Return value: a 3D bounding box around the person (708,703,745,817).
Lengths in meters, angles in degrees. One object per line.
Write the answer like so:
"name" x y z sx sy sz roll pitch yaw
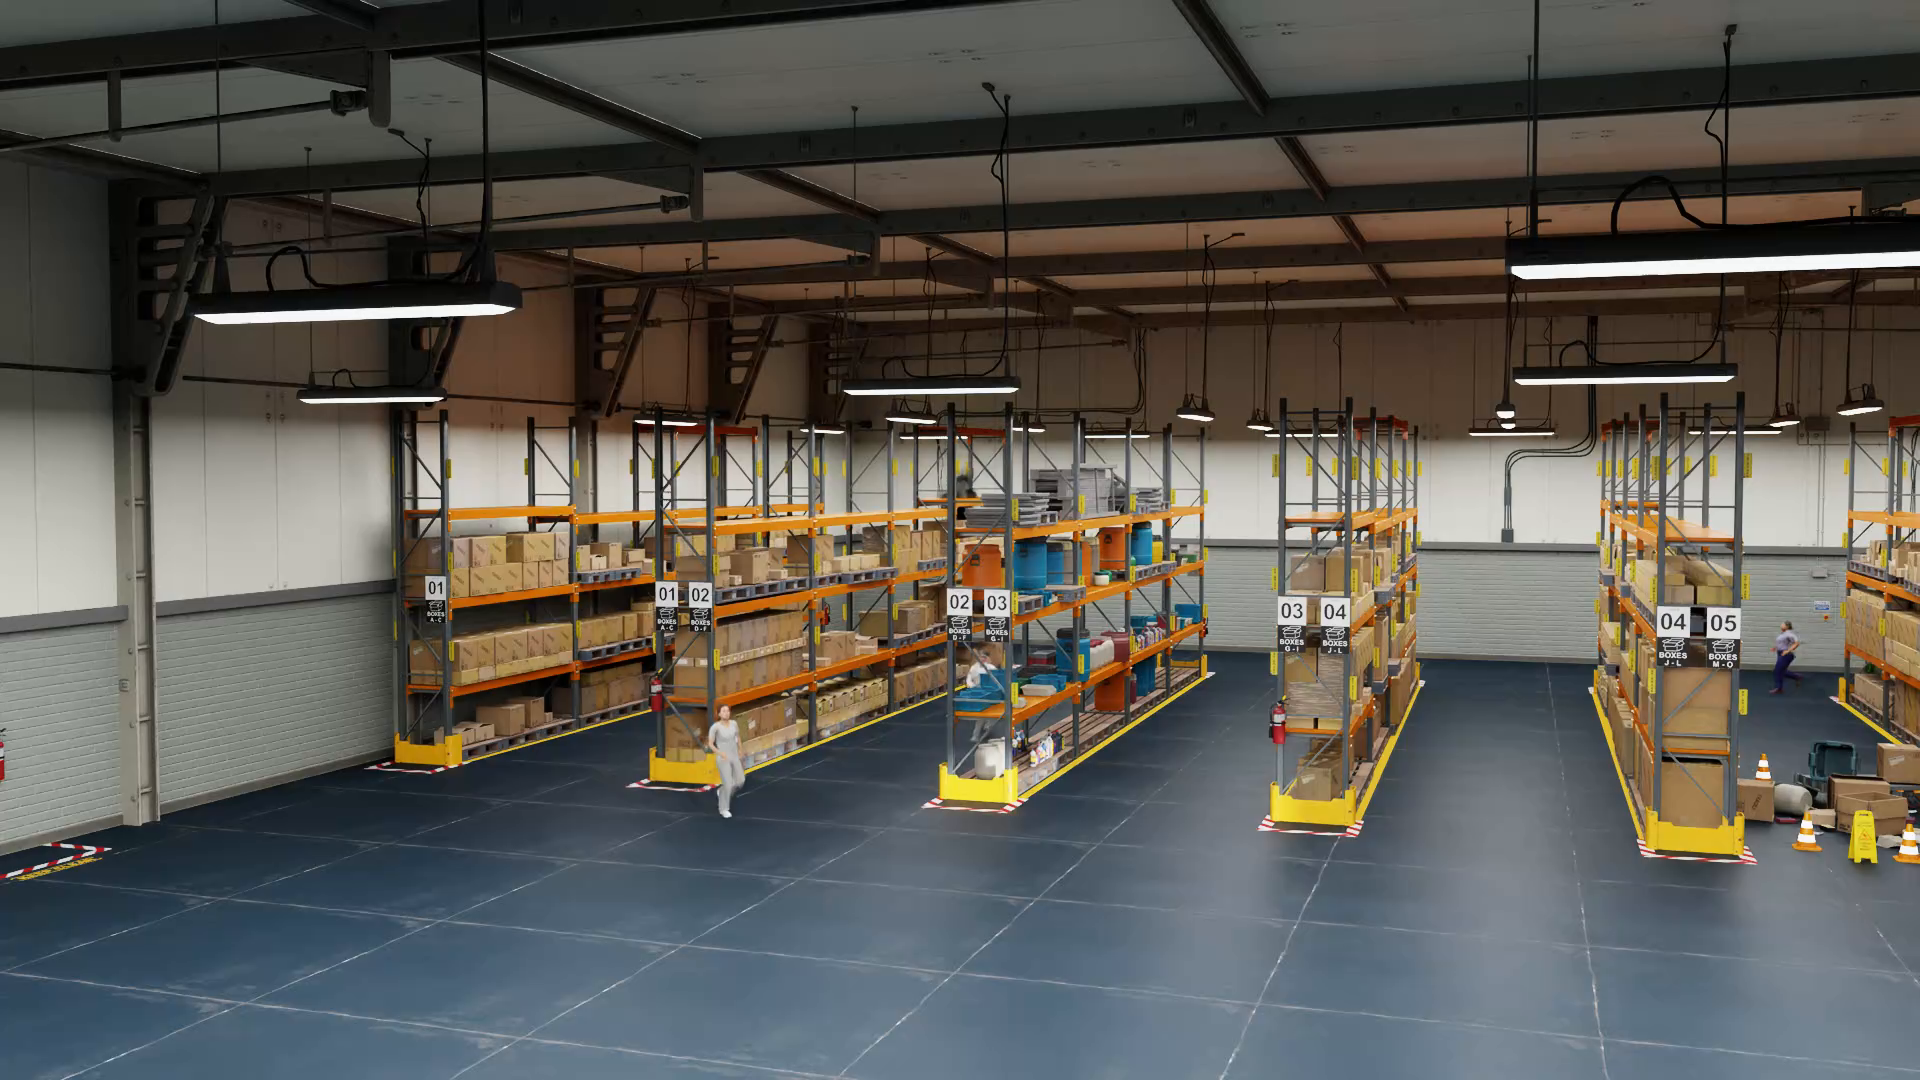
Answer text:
"person" -3.336 3.166 23.916 0.573 1.632 0.476 -2 3 -39

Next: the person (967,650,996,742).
"person" 0.429 2.859 30.784 0.641 1.684 0.858 1 3 20

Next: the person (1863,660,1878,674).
"person" 20.129 2.569 36.620 0.708 1.747 0.830 -2 3 -34

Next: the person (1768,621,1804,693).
"person" 18.481 2.660 37.135 0.769 1.550 0.607 0 2 9
